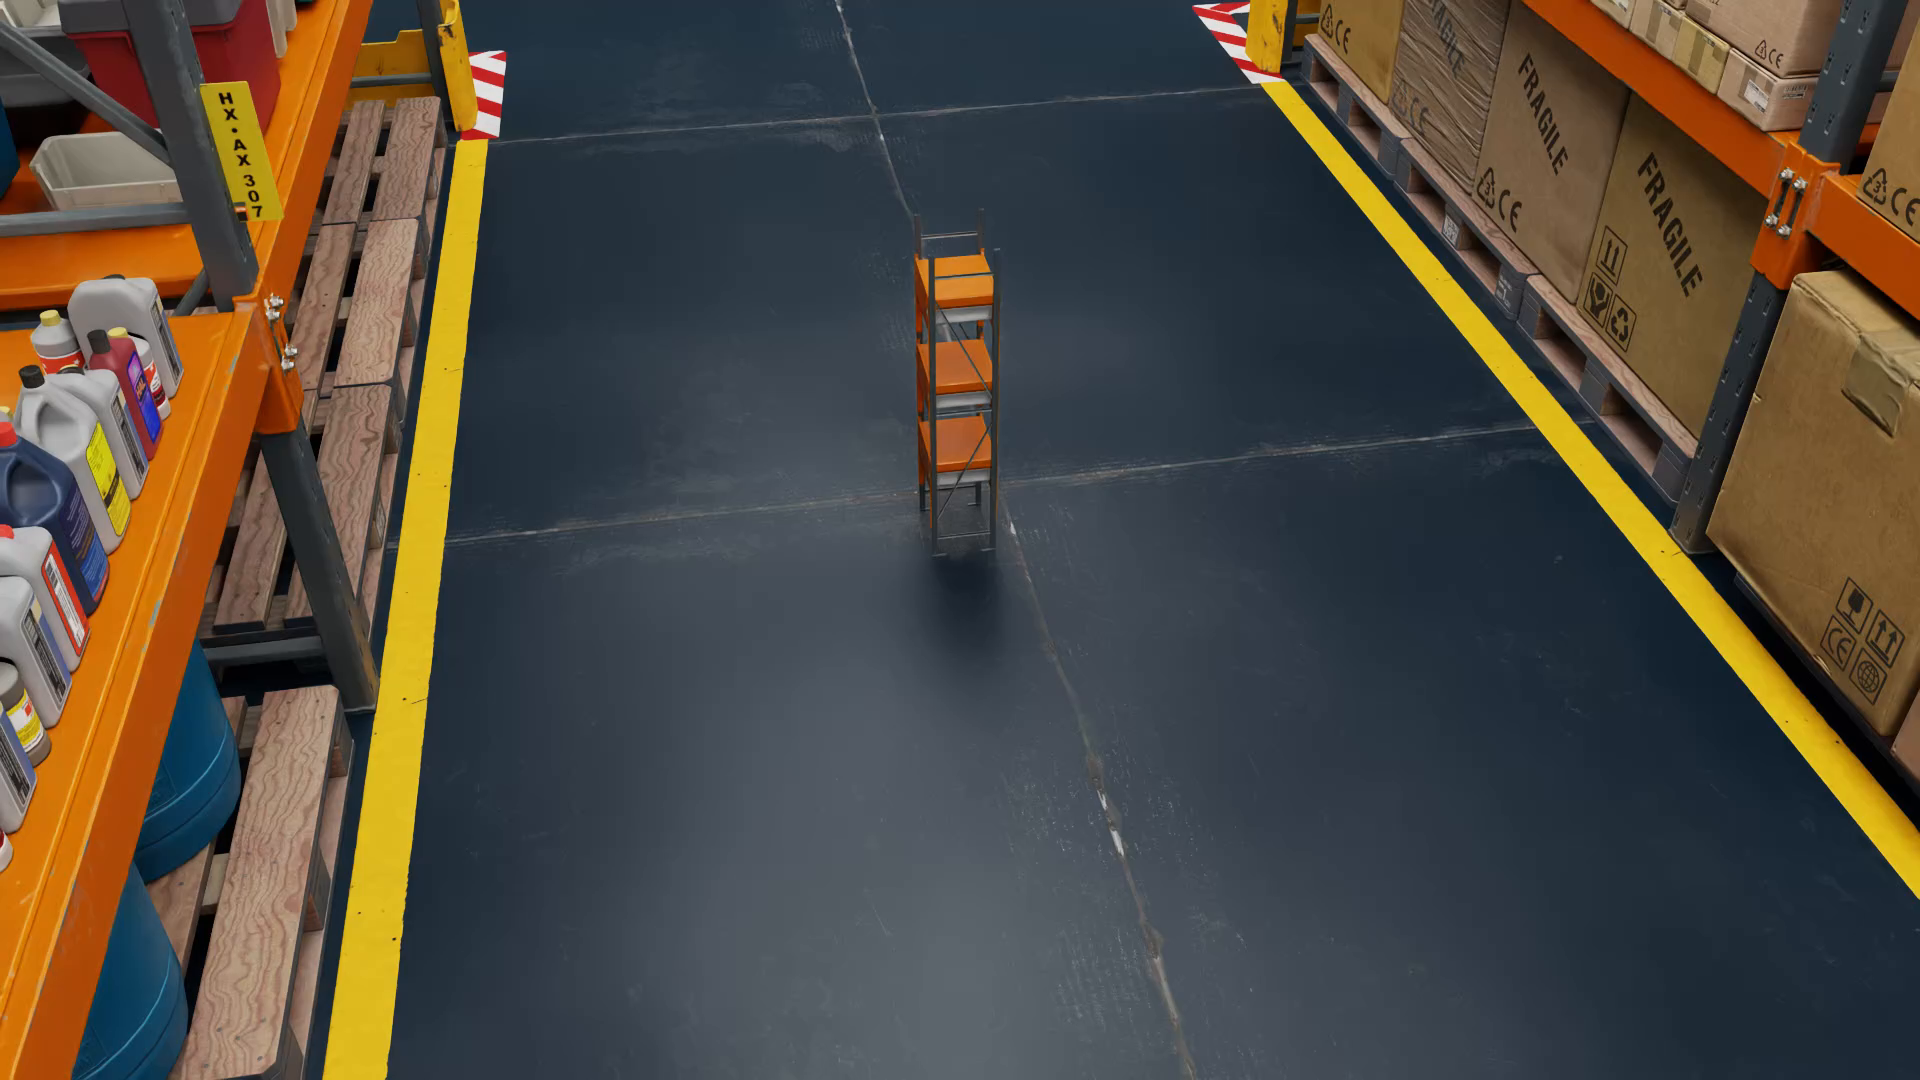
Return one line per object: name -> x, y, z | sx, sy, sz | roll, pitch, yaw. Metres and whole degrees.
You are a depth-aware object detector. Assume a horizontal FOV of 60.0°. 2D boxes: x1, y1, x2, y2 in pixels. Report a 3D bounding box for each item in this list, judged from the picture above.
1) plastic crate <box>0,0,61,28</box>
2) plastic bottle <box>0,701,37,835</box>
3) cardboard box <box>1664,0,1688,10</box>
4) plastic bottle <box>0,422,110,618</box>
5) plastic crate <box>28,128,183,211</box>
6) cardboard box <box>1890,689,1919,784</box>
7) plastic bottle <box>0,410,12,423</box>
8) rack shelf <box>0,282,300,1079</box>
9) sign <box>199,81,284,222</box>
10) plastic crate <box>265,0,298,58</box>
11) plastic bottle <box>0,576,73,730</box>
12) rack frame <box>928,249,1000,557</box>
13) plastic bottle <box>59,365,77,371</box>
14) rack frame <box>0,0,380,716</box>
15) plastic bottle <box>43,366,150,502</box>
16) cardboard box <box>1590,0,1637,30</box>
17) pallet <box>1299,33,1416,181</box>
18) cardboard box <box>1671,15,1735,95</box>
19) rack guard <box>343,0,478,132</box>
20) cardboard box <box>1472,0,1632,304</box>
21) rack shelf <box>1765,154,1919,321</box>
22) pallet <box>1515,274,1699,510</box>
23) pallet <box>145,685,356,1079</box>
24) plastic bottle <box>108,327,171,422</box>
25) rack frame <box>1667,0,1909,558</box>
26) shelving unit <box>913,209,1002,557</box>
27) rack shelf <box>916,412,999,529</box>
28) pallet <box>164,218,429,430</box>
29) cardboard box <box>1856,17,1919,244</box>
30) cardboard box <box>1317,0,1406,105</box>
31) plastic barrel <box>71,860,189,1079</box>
plastic crate -> -2.731, -1.627, 5.066 | 0.293, 0.136, 0.466 | -6, 38, -8
plastic bottle -> -1.525, 0.310, 2.507 | 0.152, 0.276, 0.135 | -6, 38, -8
cardboard box -> 2.318, -1.830, 5.041 | 0.500, 0.250, 0.500 | -5, 38, -7
plastic bottle -> -1.614, -0.037, 2.893 | 0.144, 0.351, 0.185 | -6, 38, -8
plastic crate -> -2.070, -0.904, 4.135 | 0.396, 0.136, 0.243 | -6, 38, -8
cardboard box -> 3.036, 0.376, 3.711 | 1.225, 0.875, 0.875 | -7, 38, -10
plastic bottle -> -1.788, -0.133, 3.017 | 0.144, 0.351, 0.185 | -6, 38, -8
rack shelf -> -1.779, 0.804, 2.357 | 1.077, 0.370, 4.000 | -6, 38, -8
sign -> -1.588, -0.856, 3.681 | 0.100, 0.325, 0.005 | -6, 38, -8
plastic crate -> -2.216, -1.607, 4.922 | 0.437, 0.282, 0.530 | -6, 38, -8
plastic bottle -> -1.566, 0.170, 2.687 | 0.152, 0.276, 0.135 | -6, 38, -8
rack frame -> 0.012, -0.373, 4.875 | 0.200, 1.050, 0.008 | -6, 38, -8
plastic bottle -> -1.731, -0.253, 3.292 | 0.097, 0.201, 0.097 | 0, 38, 0
rack frame -> -2.129, -0.688, 3.691 | 1.000, 3.000, 0.127 | -6, 38, -8
plastic bottle -> -1.678, -0.216, 3.184 | 0.152, 0.276, 0.135 | -6, 38, -8
cardboard box -> 2.236, -1.737, 5.245 | 0.380, 0.149, 0.250 | -6, 38, -7
pallet -> 2.263, -2.061, 7.731 | 1.003, 0.211, 1.213 | -6, 38, -8
cardboard box -> 2.325, -1.427, 4.846 | 0.380, 0.149, 0.250 | -6, 38, -7
rack guard -> -2.848, -2.130, 7.585 | 1.175, 0.500, 0.348 | -6, 38, -8
cardboard box -> 2.552, -1.499, 6.124 | 0.875, 0.875, 0.875 | -6, 38, -8
rack shelf -> 3.097, 0.271, 3.043 | 1.077, 0.370, 4.000 | -6, 38, -8
pallet -> 2.690, -0.588, 5.834 | 1.003, 0.211, 1.213 | -6, 38, -8
pallet -> -2.035, 0.883, 3.941 | 1.003, 0.211, 1.213 | -6, 38, -8
plastic bottle -> -1.695, -0.340, 3.404 | 0.097, 0.201, 0.097 | 0, 38, 0
rack frame -> 2.747, -1.221, 4.377 | 1.000, 3.000, 0.127 | -6, 38, -8
shelving unit -> -0.009, -0.447, 4.970 | 0.215, 1.050, 0.252 | -6, 38, -8
rack shelf -> -0.009, -0.219, 5.147 | 0.215, 0.259, 0.240 | -6, 38, -8
pallet -> -2.514, -0.766, 6.063 | 1.003, 0.211, 1.213 | -6, 38, -8
cardboard box -> 2.581, -0.956, 3.954 | 0.500, 0.500, 0.500 | -6, 38, -8
cardboard box -> 2.236, -2.586, 7.523 | 0.875, 0.875, 0.875 | -6, 38, -8
plastic barrel -> -1.927, 0.732, 3.230 | 0.600, 0.901, 0.708 | -6, 38, -8
